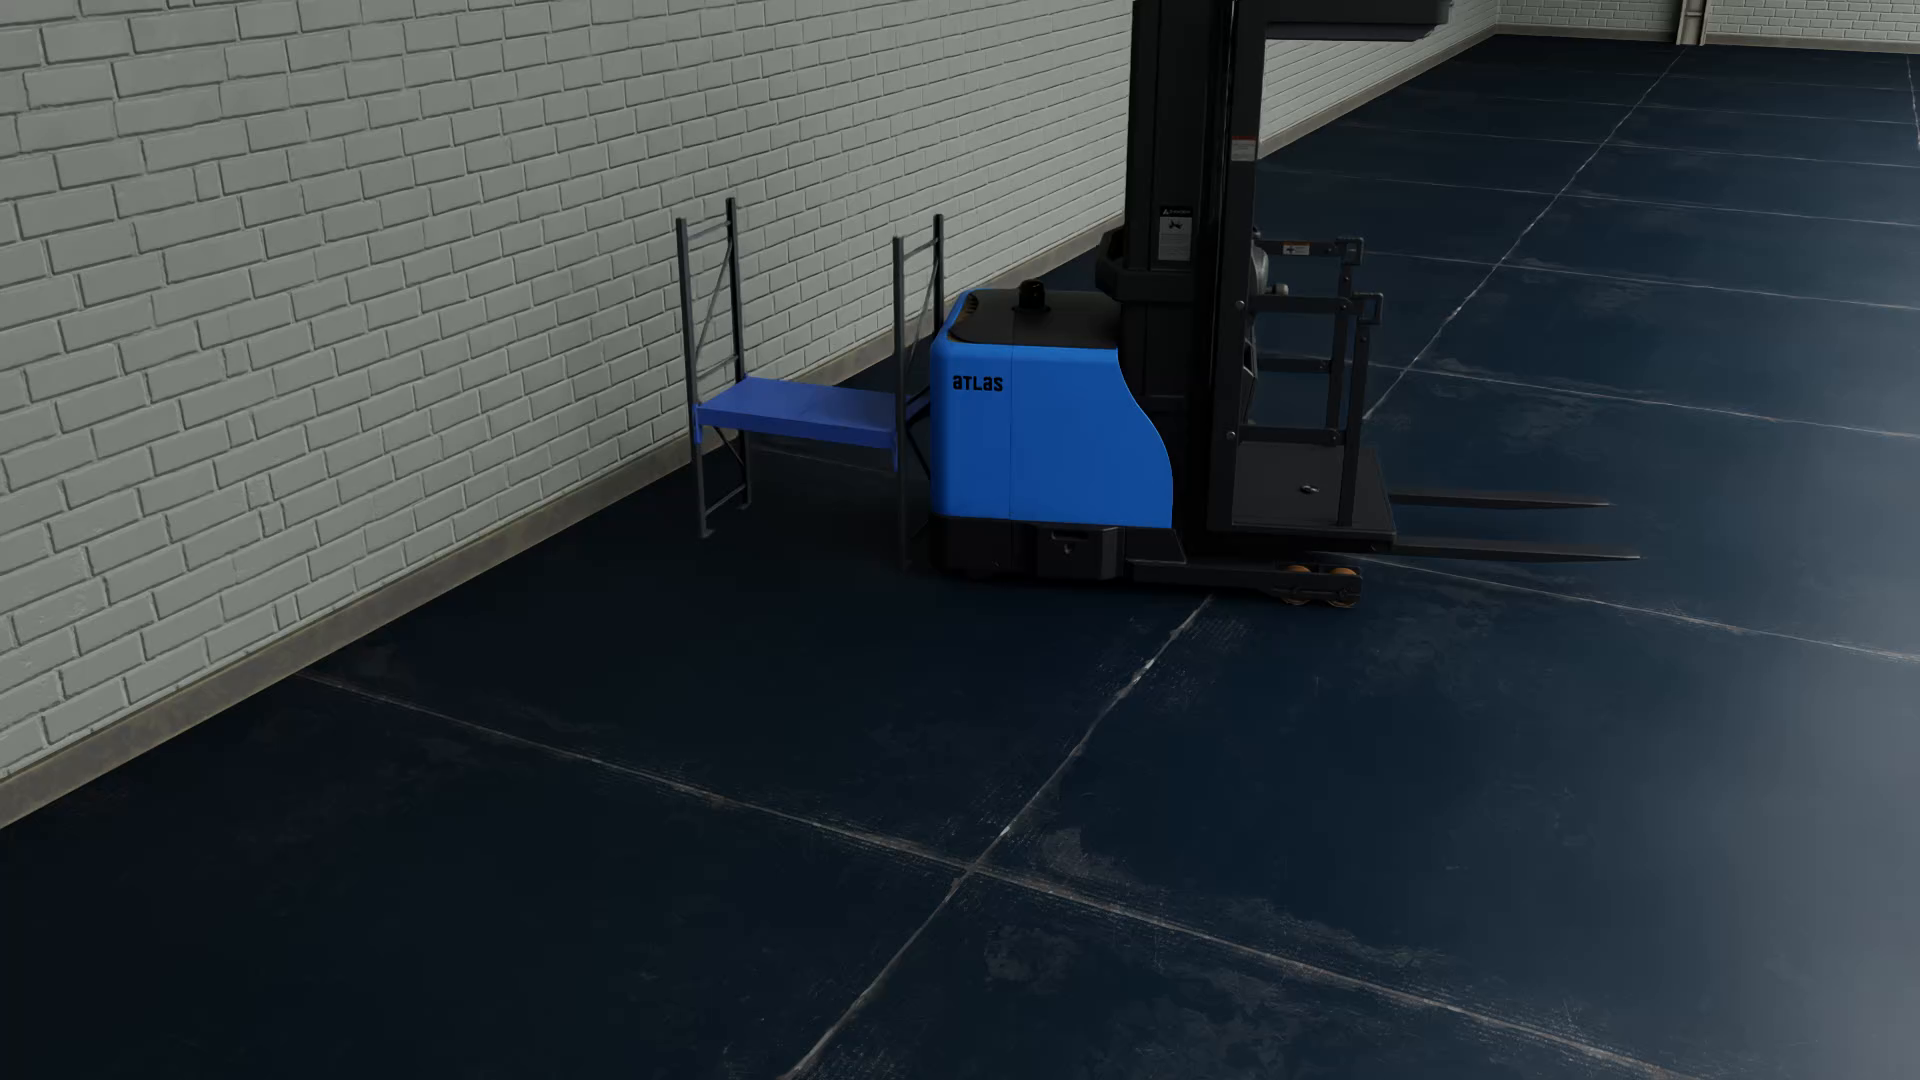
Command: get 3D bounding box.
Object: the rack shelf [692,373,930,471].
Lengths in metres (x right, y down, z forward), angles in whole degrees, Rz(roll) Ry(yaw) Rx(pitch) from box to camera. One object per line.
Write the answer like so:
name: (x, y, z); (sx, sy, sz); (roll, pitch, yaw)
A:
rack shelf: (-0.651, -0.549, 7.583); (1.000, 0.185, 0.538); (8, 24, 19)

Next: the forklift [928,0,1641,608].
forklift: (1.419, -1.283, 7.023); (3.031, 2.935, 1.130); (3, 23, 8)

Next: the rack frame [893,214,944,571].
rack frame: (-0.175, -0.644, 7.348); (0.032, 1.500, 0.500); (8, 24, 19)

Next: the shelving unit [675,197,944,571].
shelving unit: (-0.651, -0.714, 7.513); (1.048, 1.500, 0.538); (8, 24, 19)

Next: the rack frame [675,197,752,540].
rack frame: (-1.126, -0.785, 7.678); (0.032, 1.500, 0.500); (8, 24, 19)

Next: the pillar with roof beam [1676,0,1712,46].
pillar with roof beam: (9.460, -10.386, 20.673); (0.400, 9.000, 9.100); (11, 25, 25)
